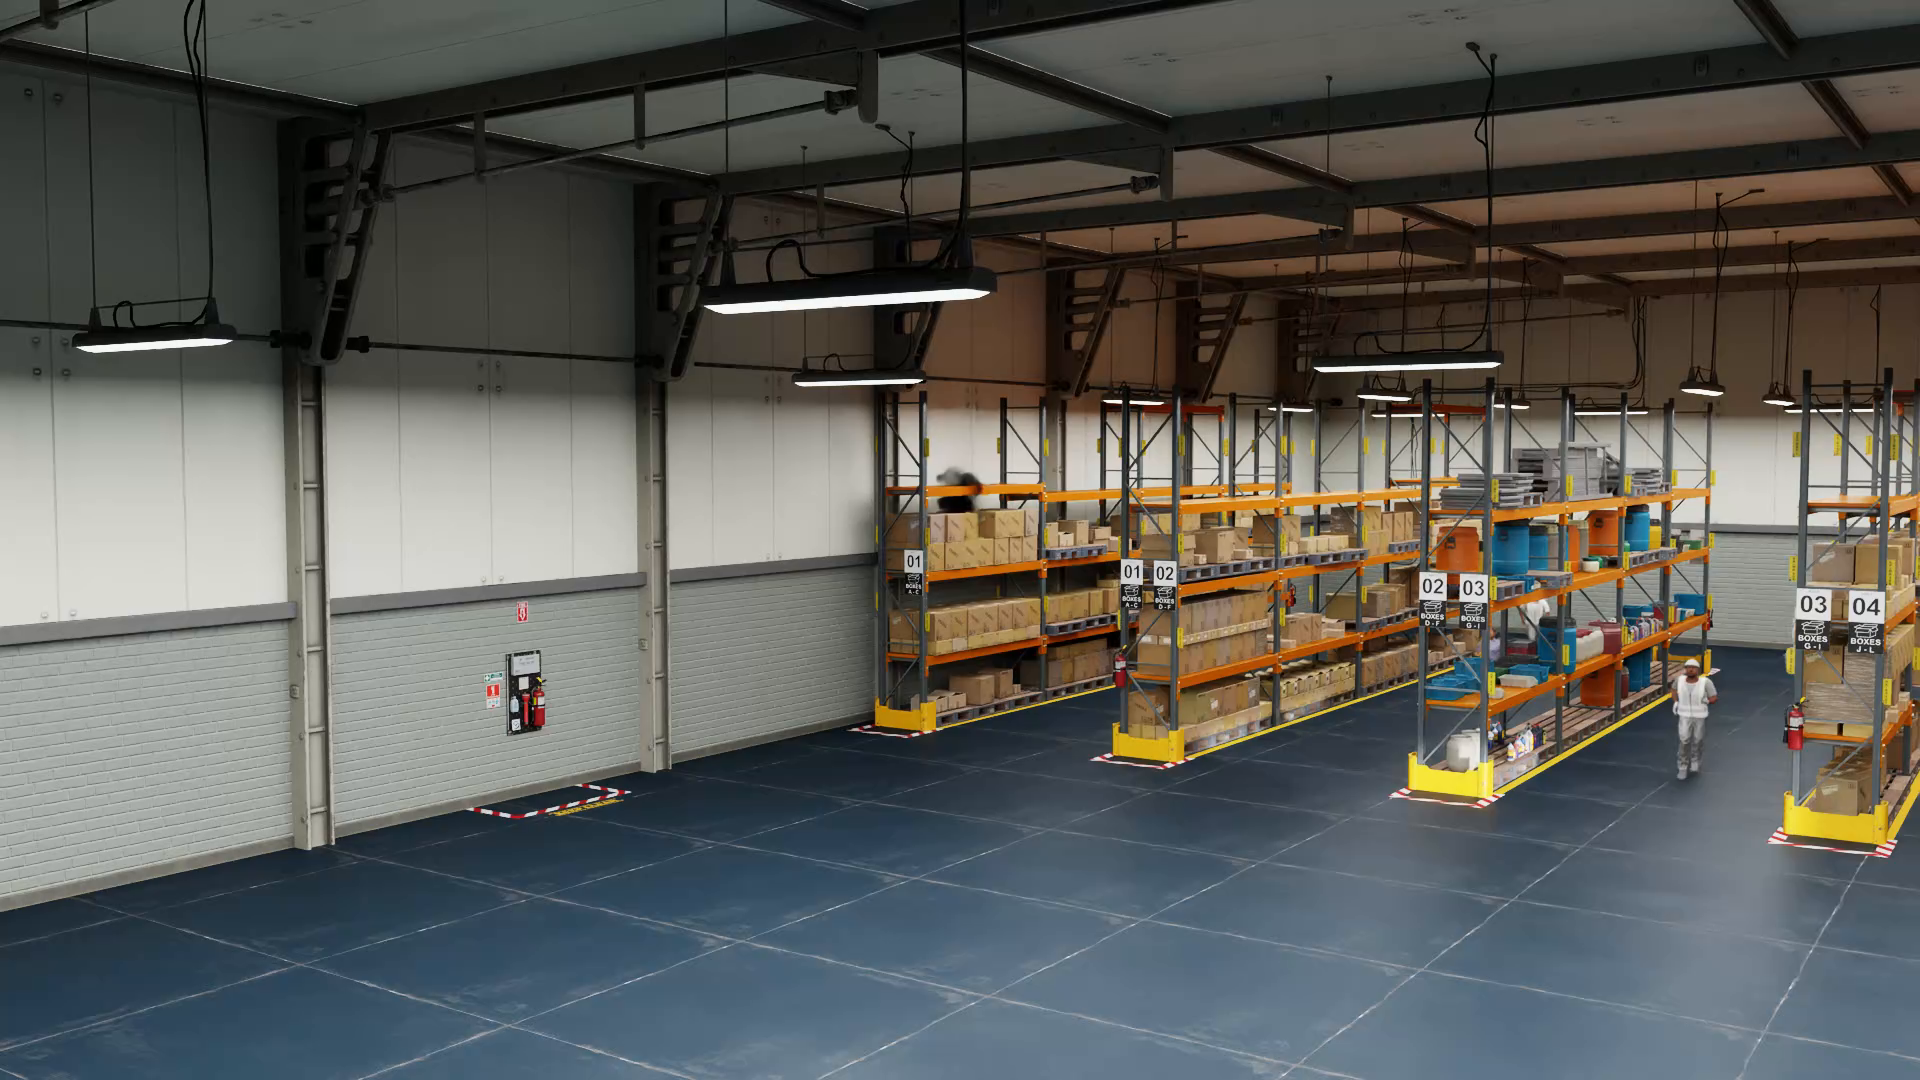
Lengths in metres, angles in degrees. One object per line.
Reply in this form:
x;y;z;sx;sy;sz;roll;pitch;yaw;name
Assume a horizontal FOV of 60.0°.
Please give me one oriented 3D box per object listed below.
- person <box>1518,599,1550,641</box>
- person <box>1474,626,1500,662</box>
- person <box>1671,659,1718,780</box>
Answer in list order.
13.402;1.985;38.815;0.702;1.755;0.859;1;3;16;person
9.962;2.437;31.218;0.607;1.620;0.941;2;4;37;person
11.129;2.716;25.225;0.668;1.840;0.788;2;4;27;person
